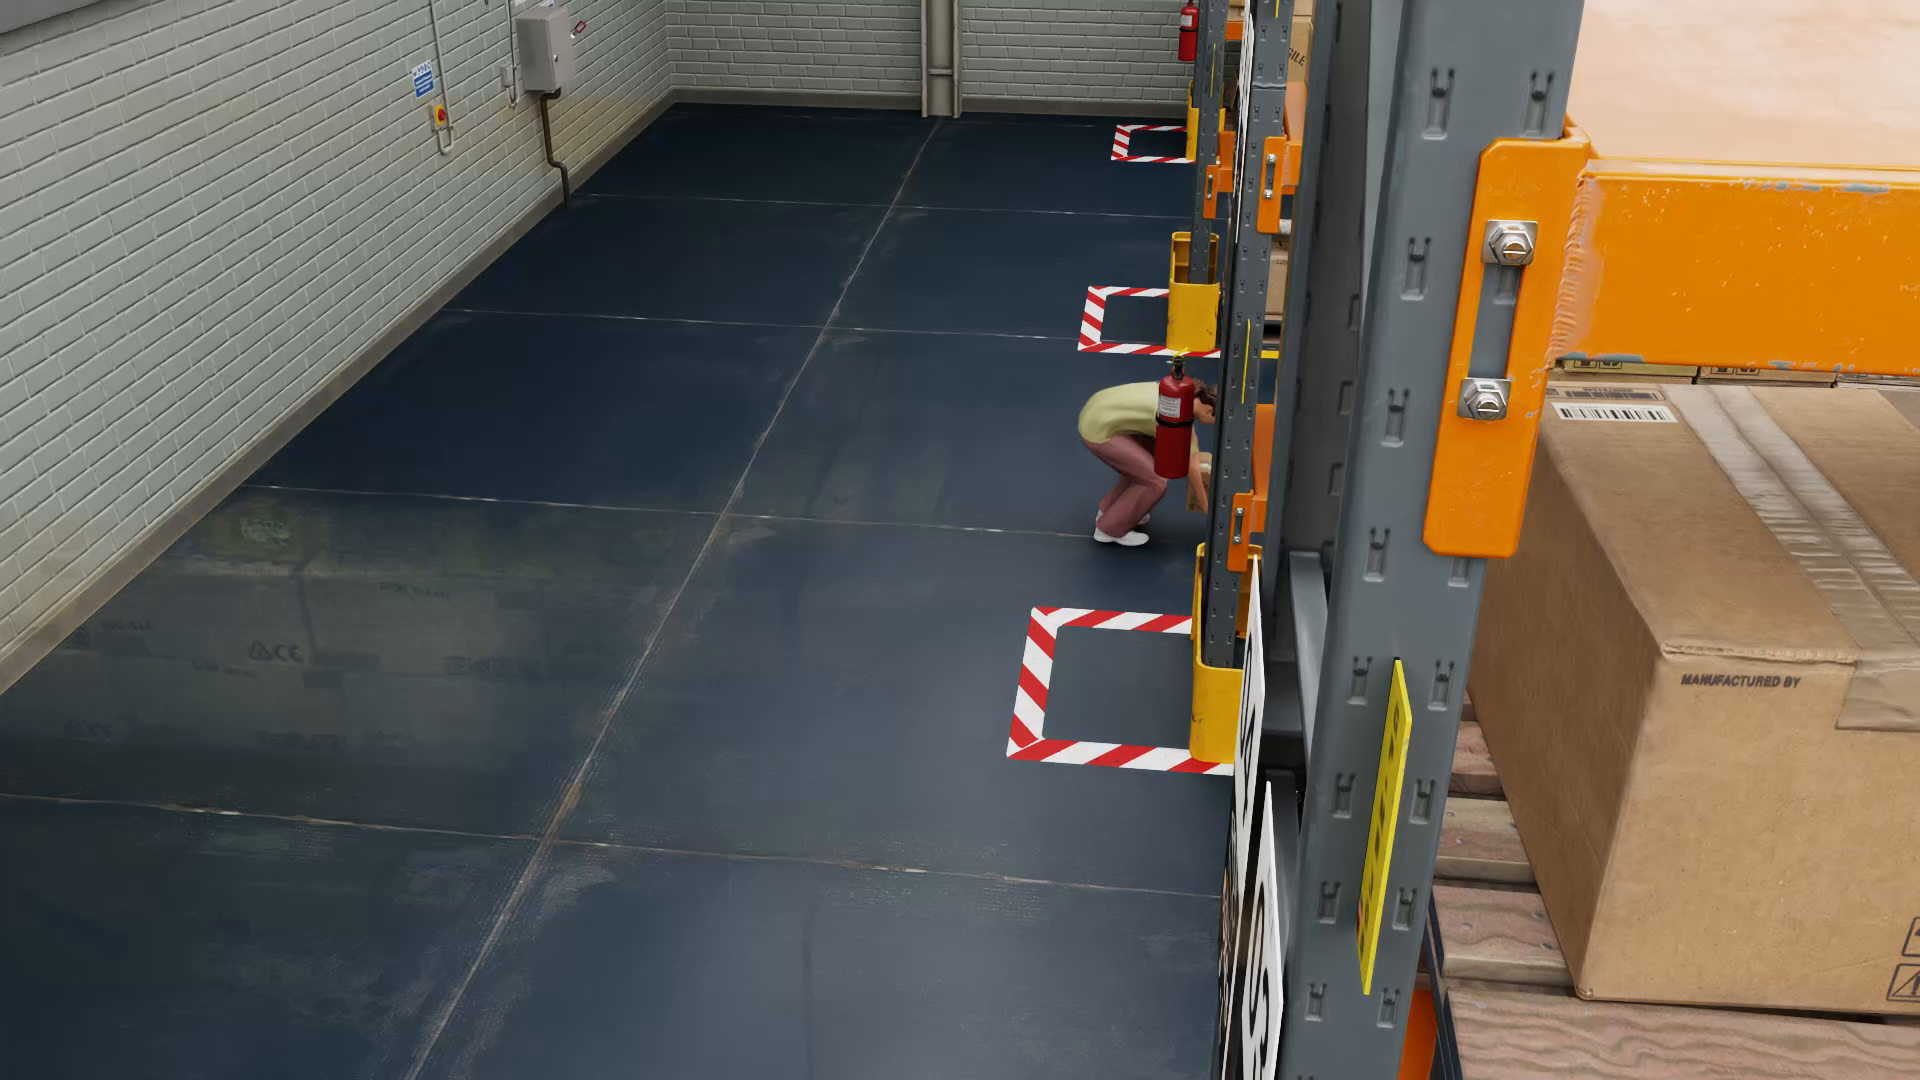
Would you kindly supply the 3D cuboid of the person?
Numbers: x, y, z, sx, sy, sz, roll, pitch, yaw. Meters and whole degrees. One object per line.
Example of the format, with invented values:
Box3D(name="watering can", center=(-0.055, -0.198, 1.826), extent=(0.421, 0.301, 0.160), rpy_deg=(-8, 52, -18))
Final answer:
Box3D(name="person", center=(1.082, -0.454, 9.229), extent=(0.865, 0.943, 0.476), rpy_deg=(2, 29, 4))
